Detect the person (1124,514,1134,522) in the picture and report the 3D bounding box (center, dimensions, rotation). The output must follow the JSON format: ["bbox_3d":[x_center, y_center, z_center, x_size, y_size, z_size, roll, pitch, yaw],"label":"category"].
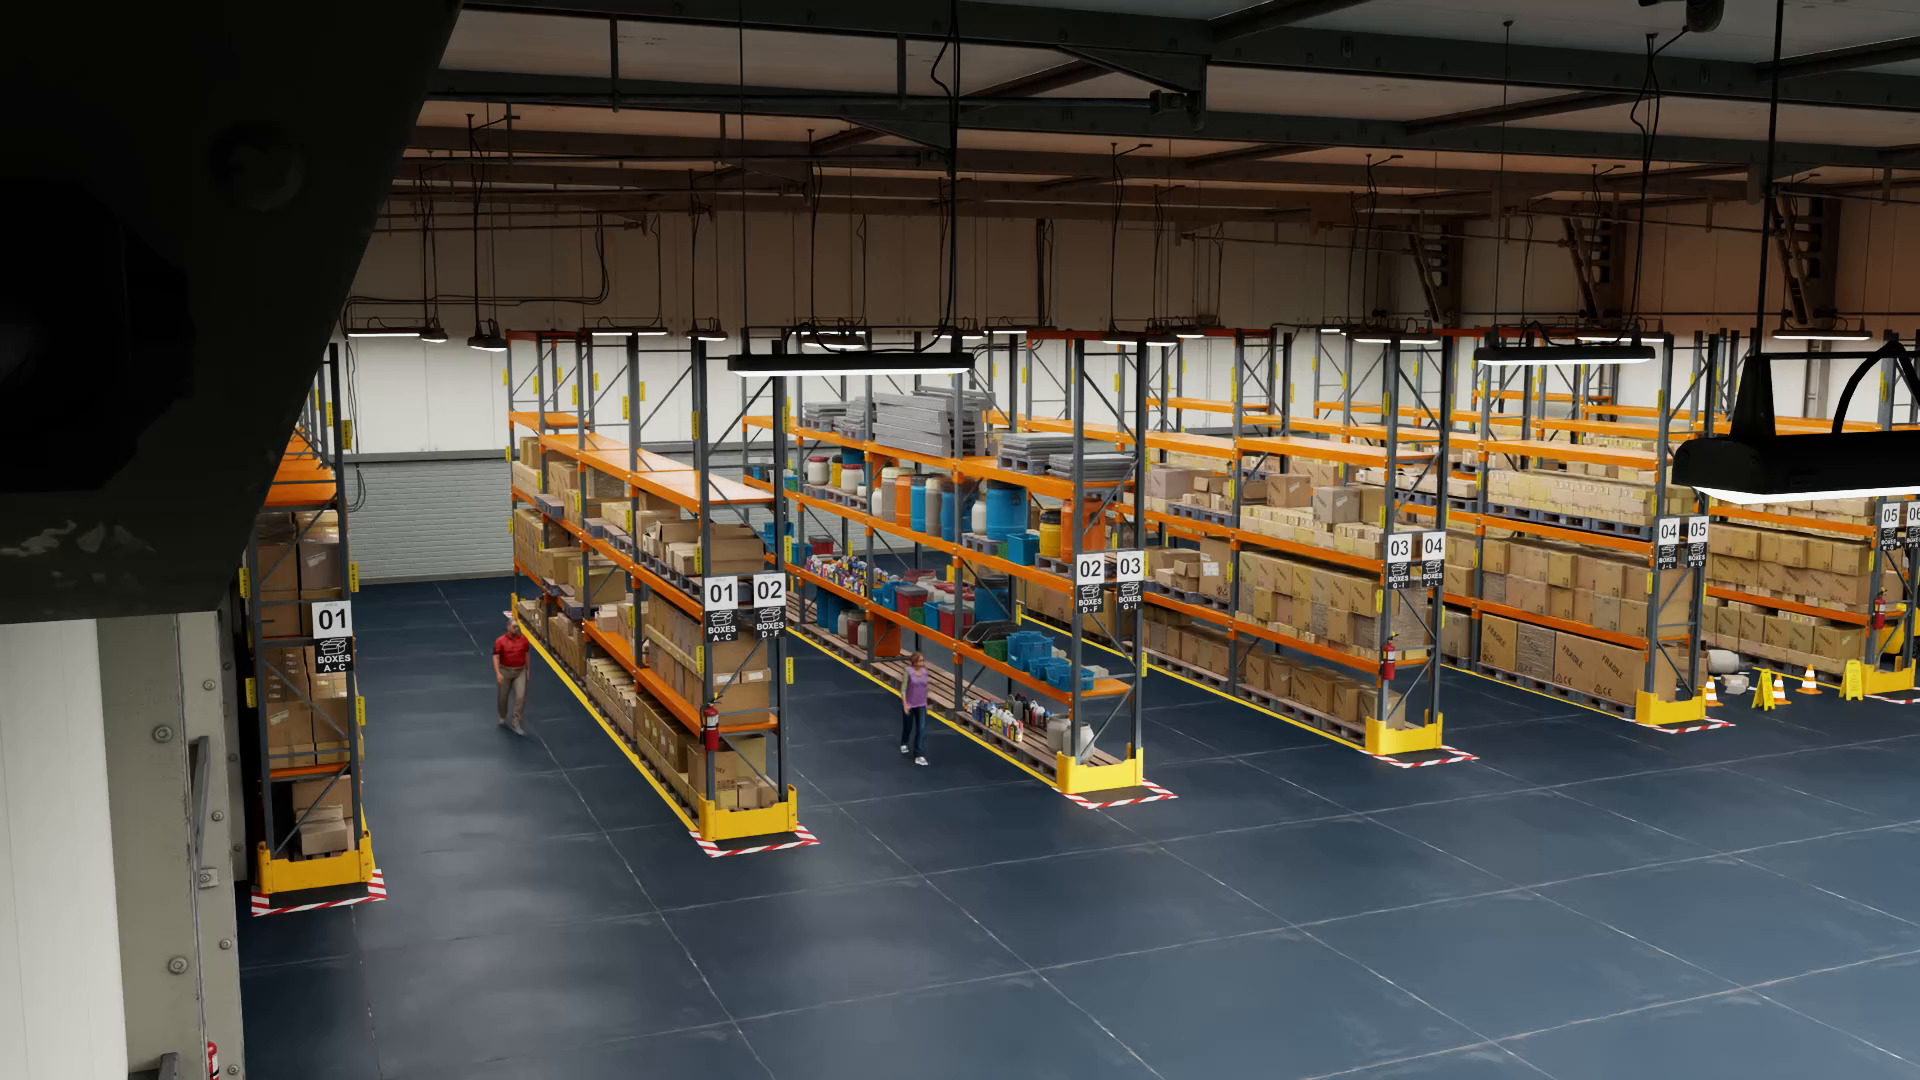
[{"bbox_3d":[4.069,-0.161,41.492,0.628,1.785,0.538,5,9,34],"label":"person"}]

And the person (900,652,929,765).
[{"bbox_3d":[-0.624,2.375,23.601,0.498,1.519,0.815,-4,9,-29],"label":"person"}]

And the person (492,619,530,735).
[{"bbox_3d":[-6.825,2.067,25.383,0.614,1.736,0.785,-5,9,-32],"label":"person"}]
